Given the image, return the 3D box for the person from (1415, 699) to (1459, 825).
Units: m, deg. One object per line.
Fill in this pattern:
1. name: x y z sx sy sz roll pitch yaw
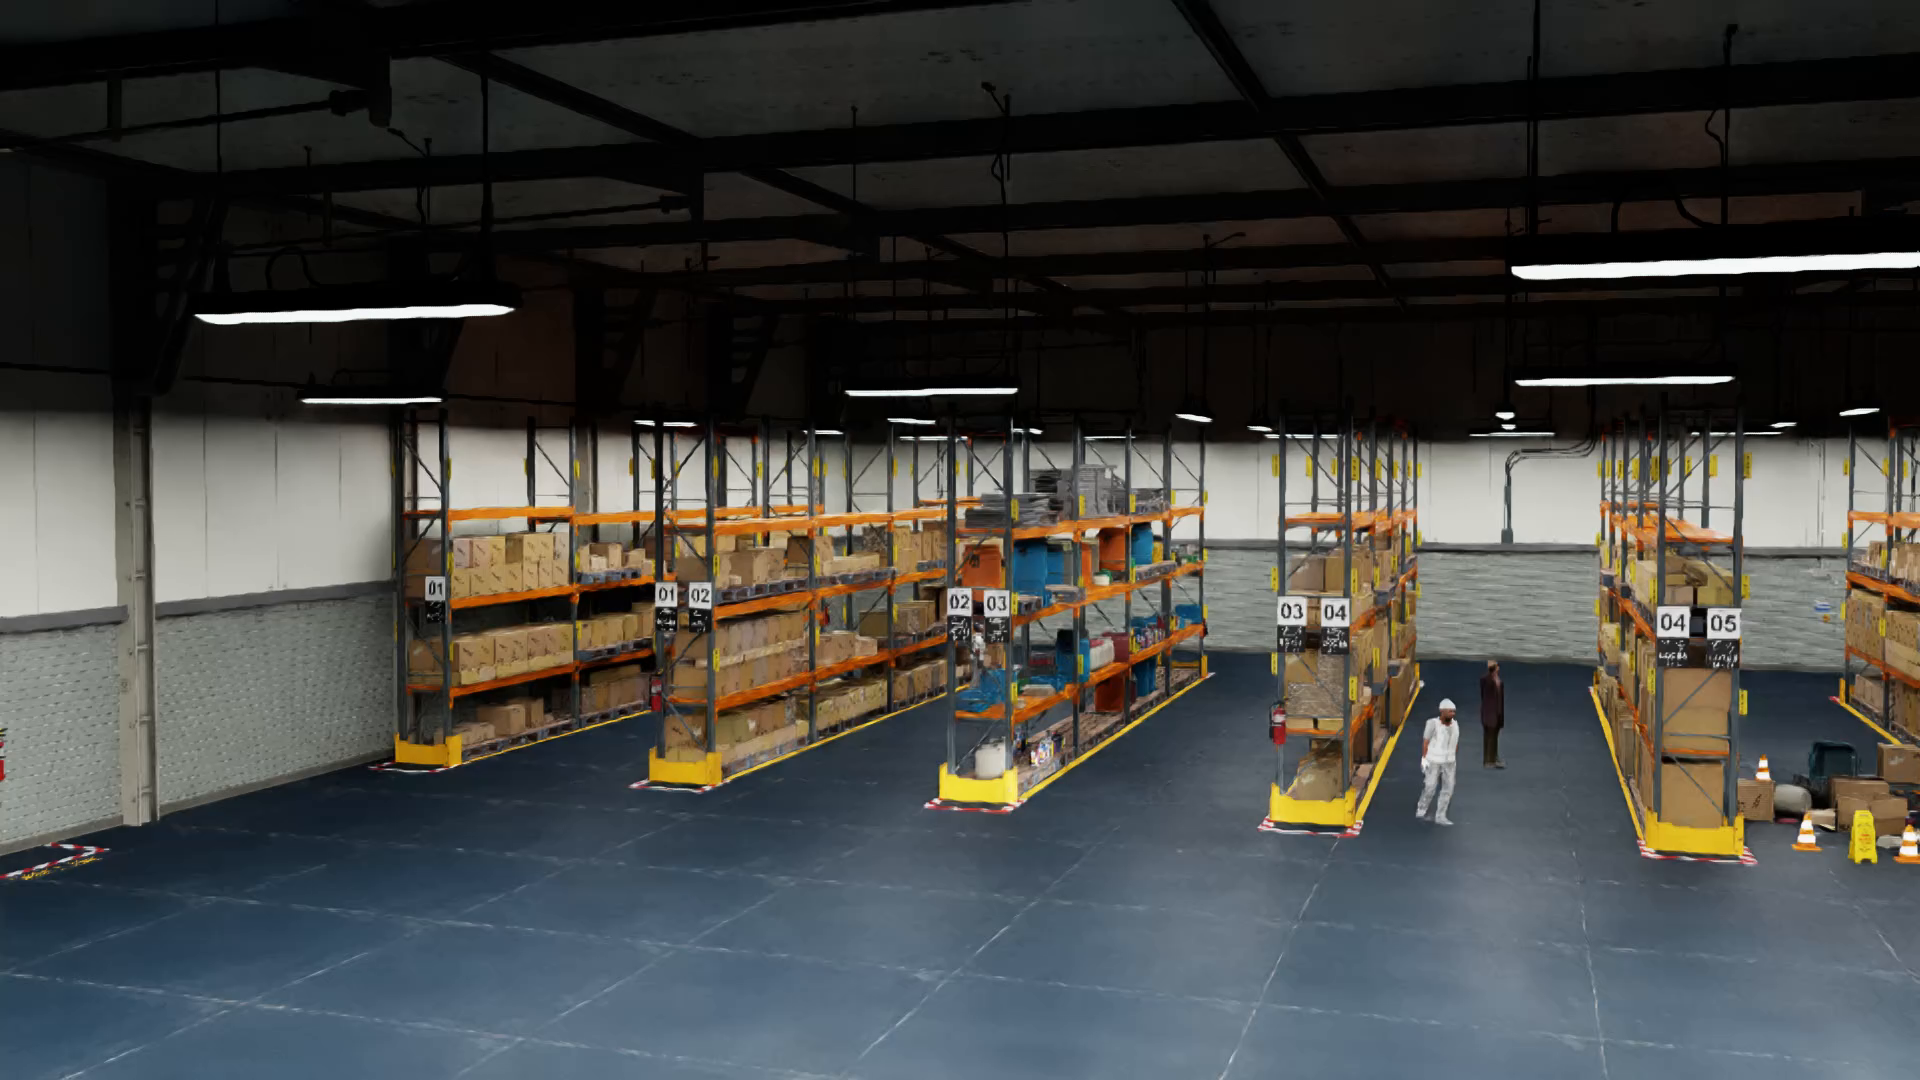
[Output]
1. person: 6.747 3.112 23.489 0.596 1.771 0.574 -1 3 -17

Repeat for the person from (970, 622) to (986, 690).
1. person: 0.419 2.607 36.029 0.441 1.680 0.552 0 2 -1

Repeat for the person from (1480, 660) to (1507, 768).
1. person: 8.989 2.899 27.936 0.515 1.781 0.638 0 2 -9
